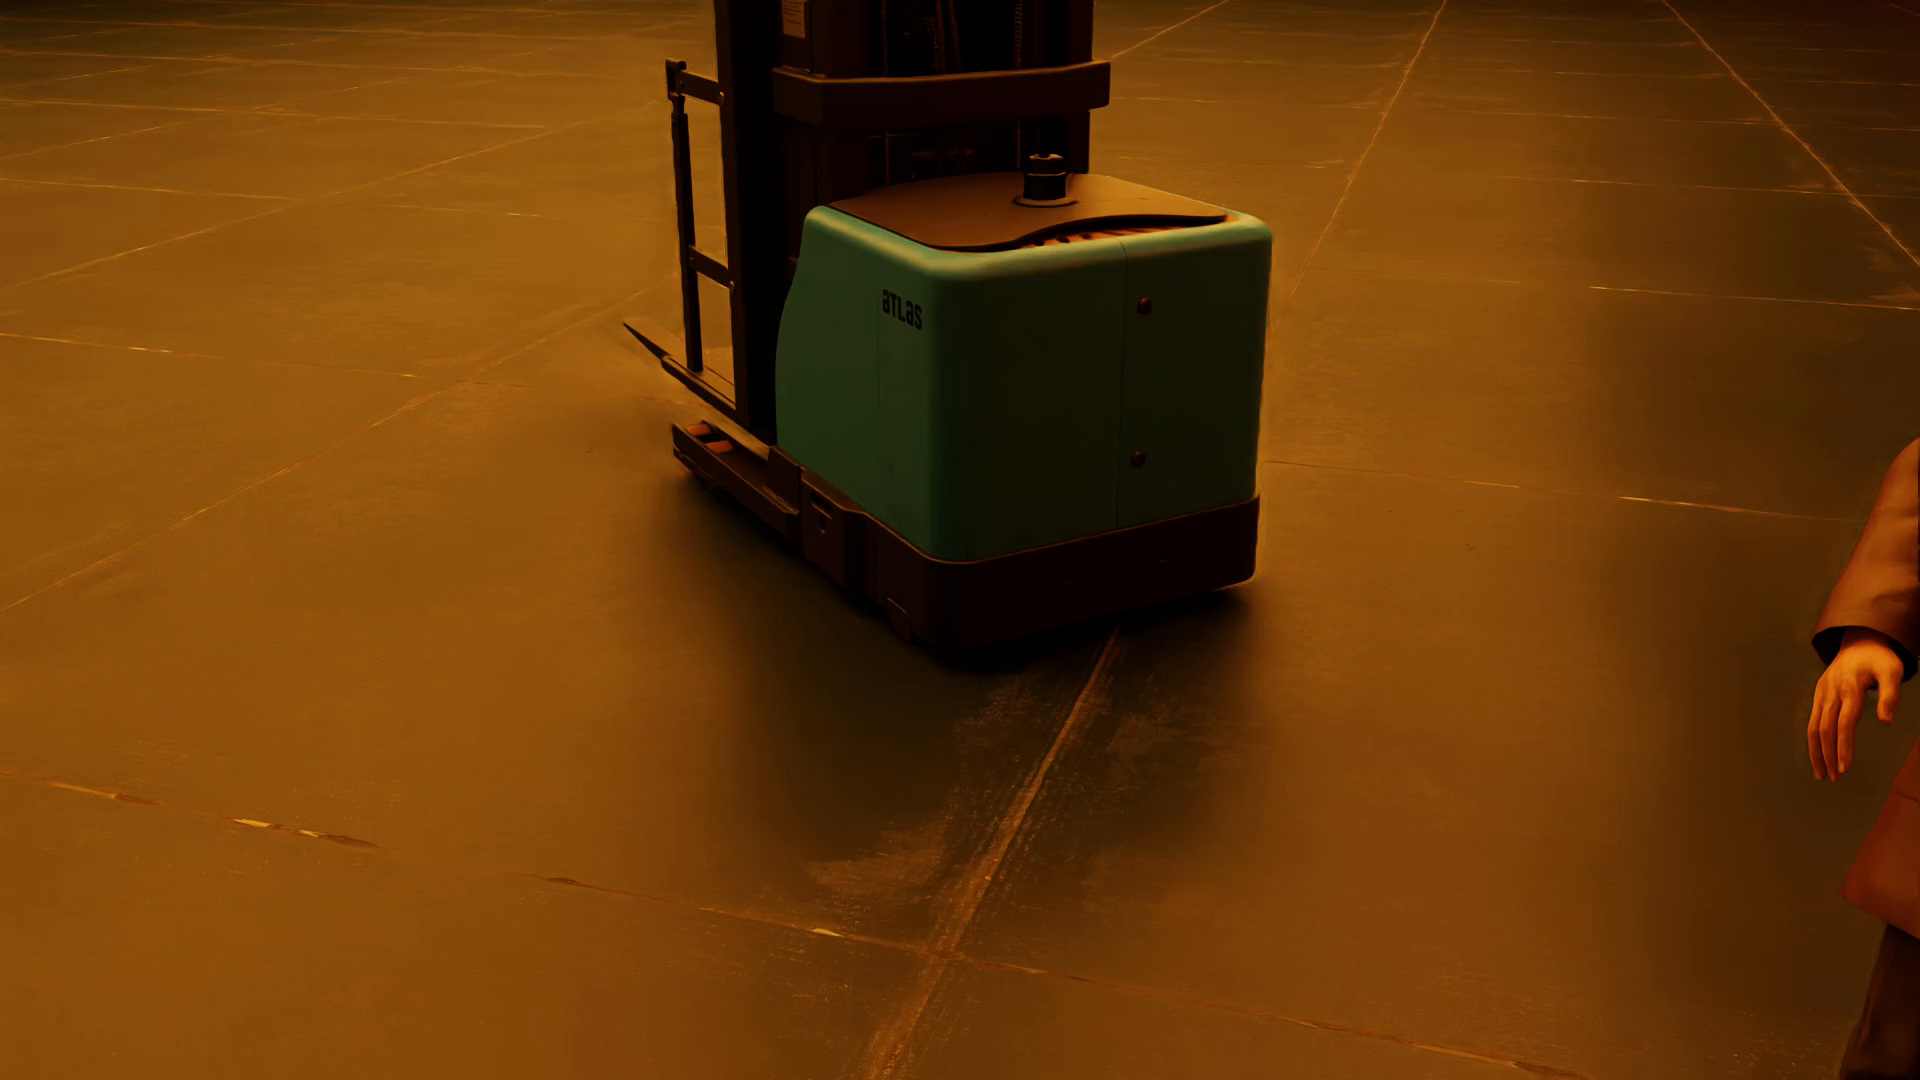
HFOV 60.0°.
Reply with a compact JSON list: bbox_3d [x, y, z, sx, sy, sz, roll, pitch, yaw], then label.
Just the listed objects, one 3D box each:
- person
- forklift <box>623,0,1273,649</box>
[{"bbox_3d":[1.388,0.393,1.965,0.551,1.722,0.825,-17,28,-36],"label":"person"},{"bbox_3d":[-0.323,-1.595,5.142,1.130,2.935,3.031,-12,25,-27],"label":"forklift"}]
